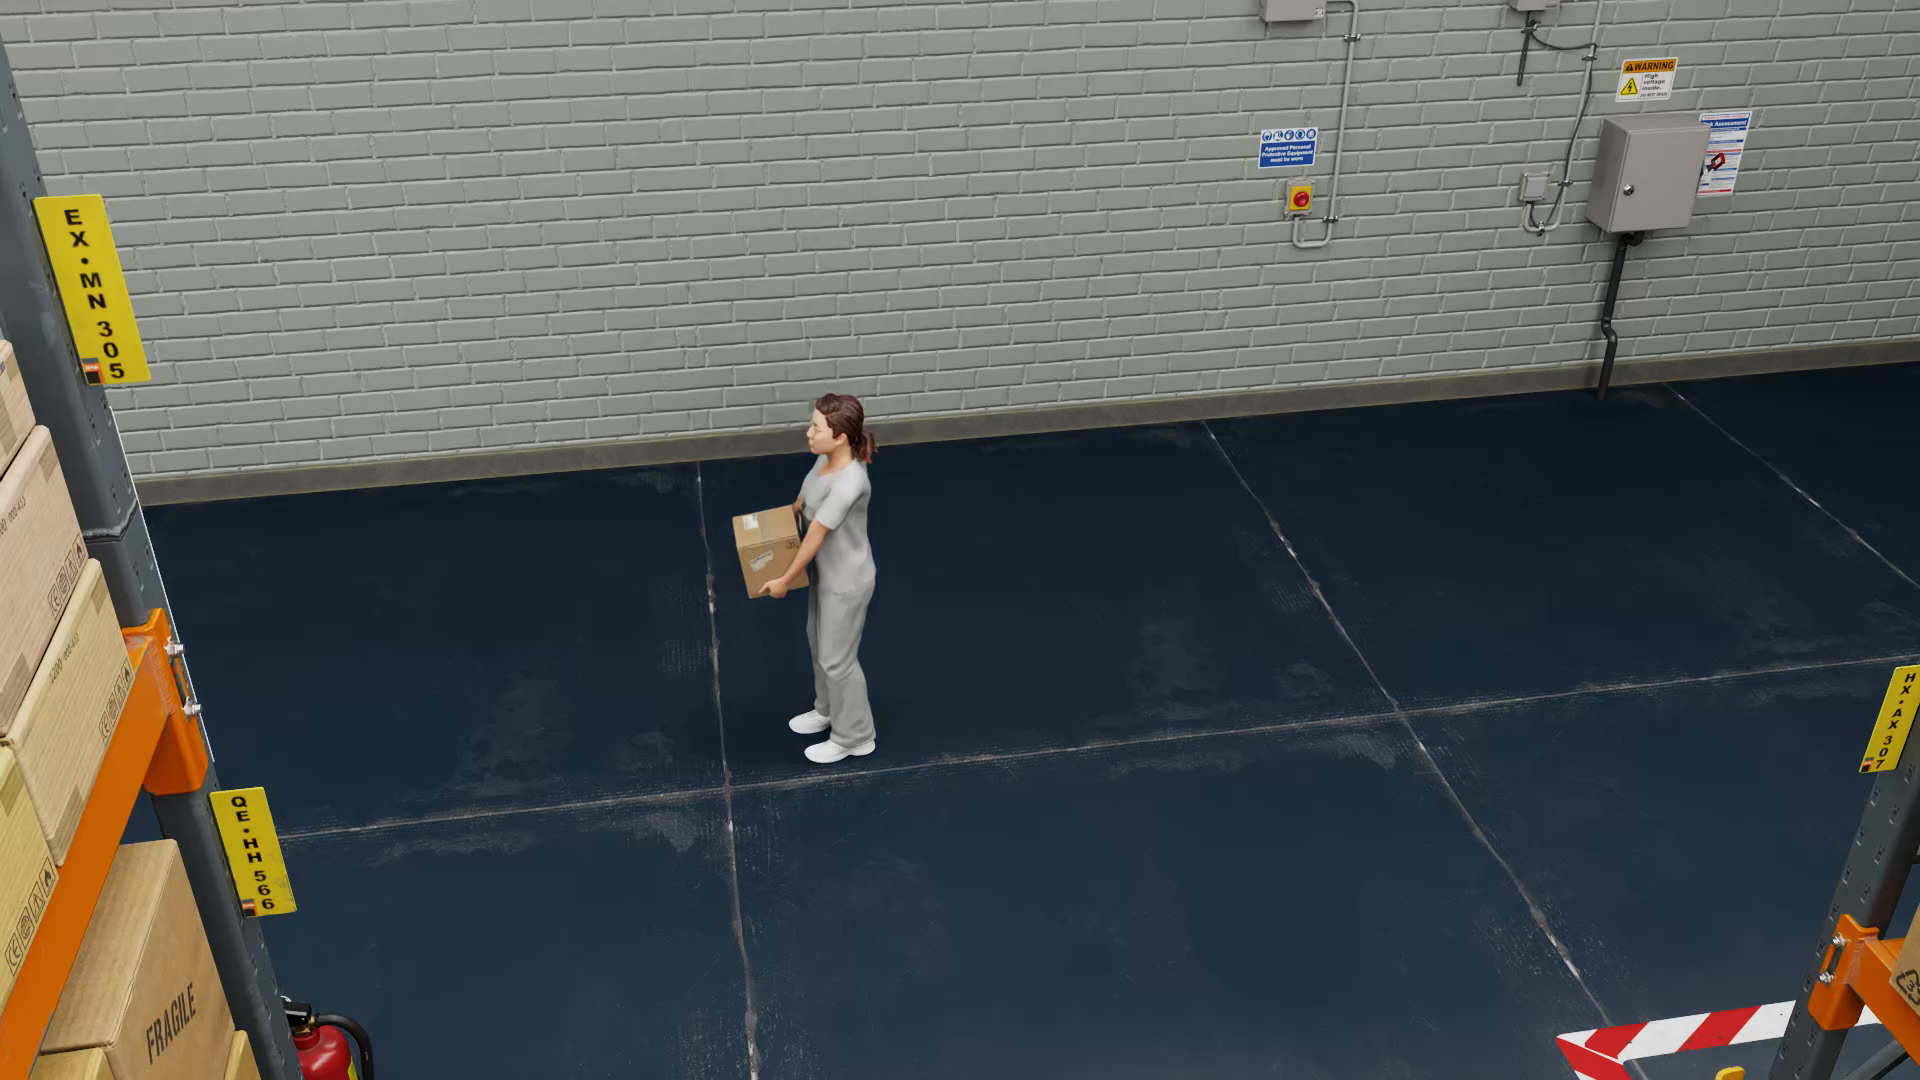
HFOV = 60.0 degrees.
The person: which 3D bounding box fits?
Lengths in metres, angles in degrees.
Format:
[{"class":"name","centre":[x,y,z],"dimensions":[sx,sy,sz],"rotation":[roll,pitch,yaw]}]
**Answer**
[{"class":"person","centre":[-0.578,0.166,6.867],"dimensions":[0.525,1.668,0.409],"rotation":[-6,31,-10]}]
